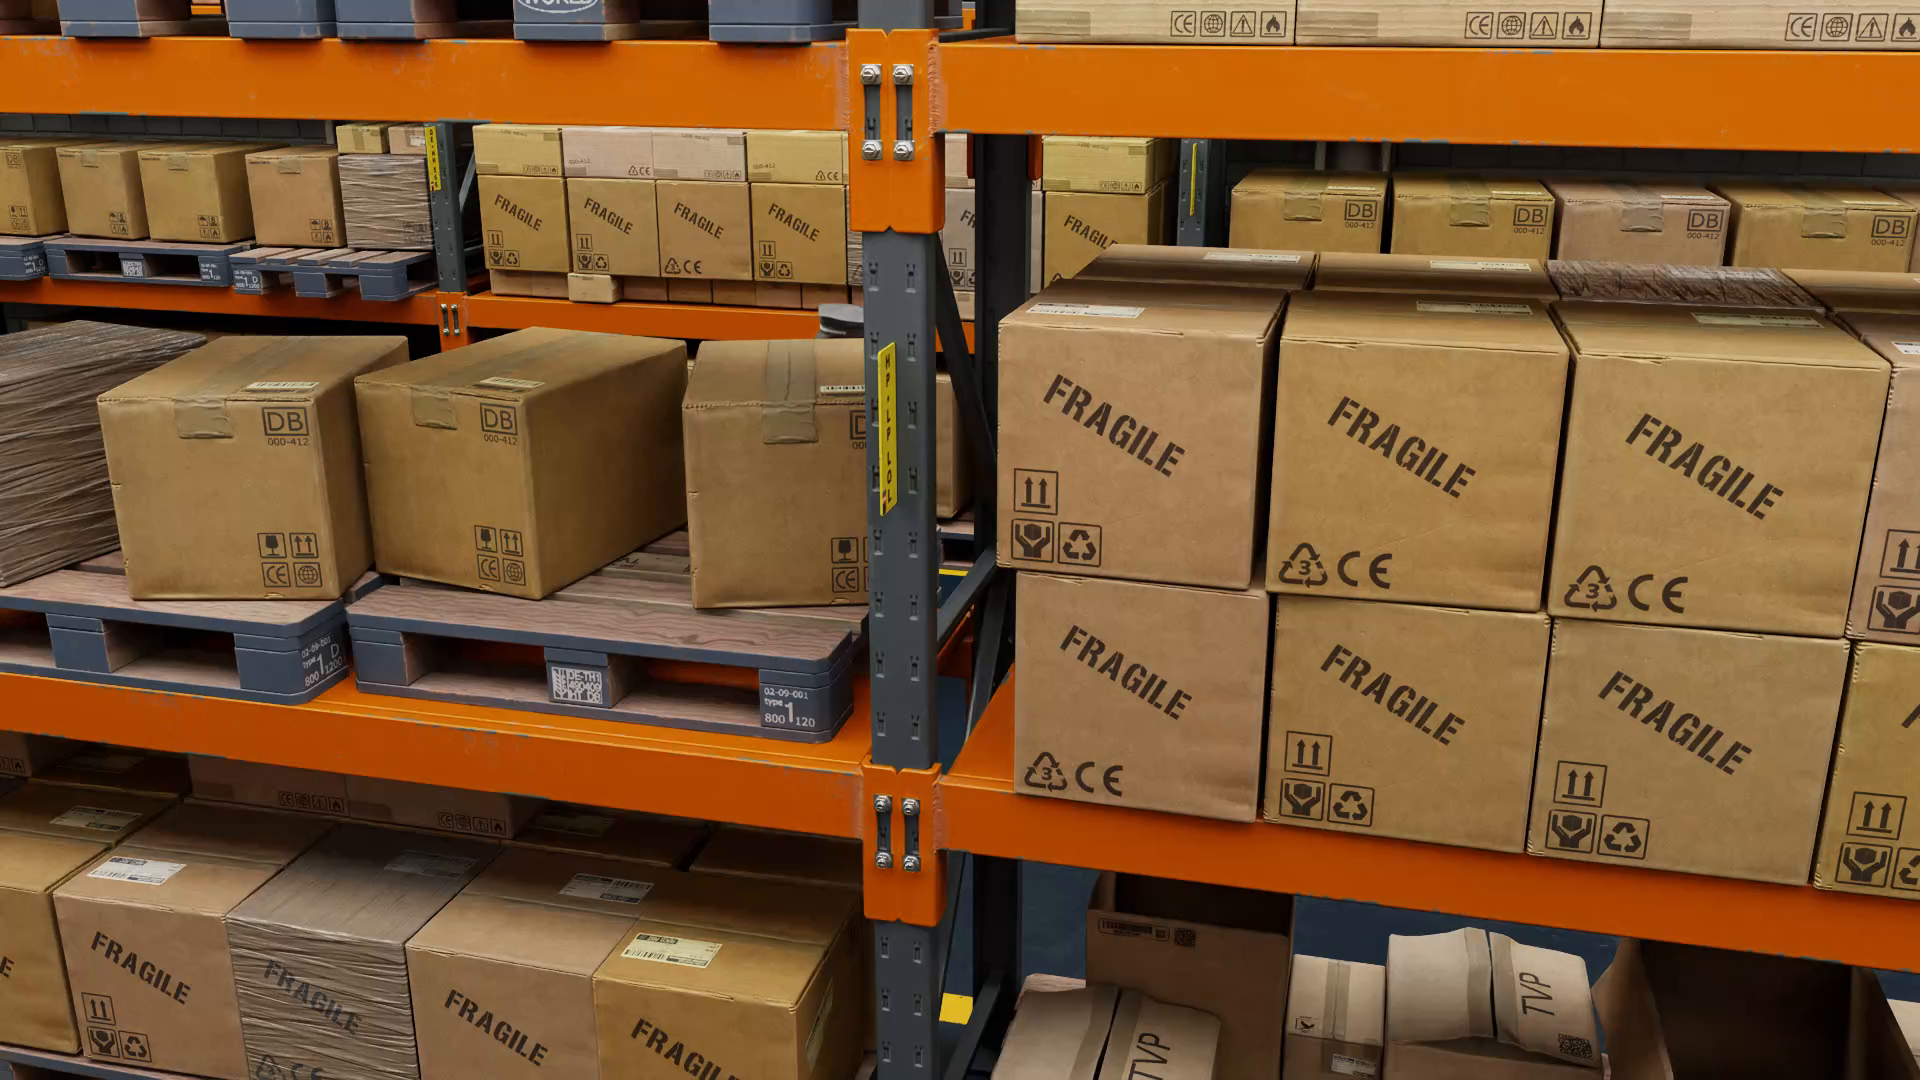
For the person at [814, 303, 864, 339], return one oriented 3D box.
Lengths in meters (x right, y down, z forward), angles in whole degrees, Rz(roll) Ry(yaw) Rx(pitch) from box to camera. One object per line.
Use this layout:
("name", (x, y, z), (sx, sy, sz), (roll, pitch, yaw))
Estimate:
("person", (-0.431, -0.179, 7.087), (0.412, 1.666, 0.547), (3, 19, 10))
